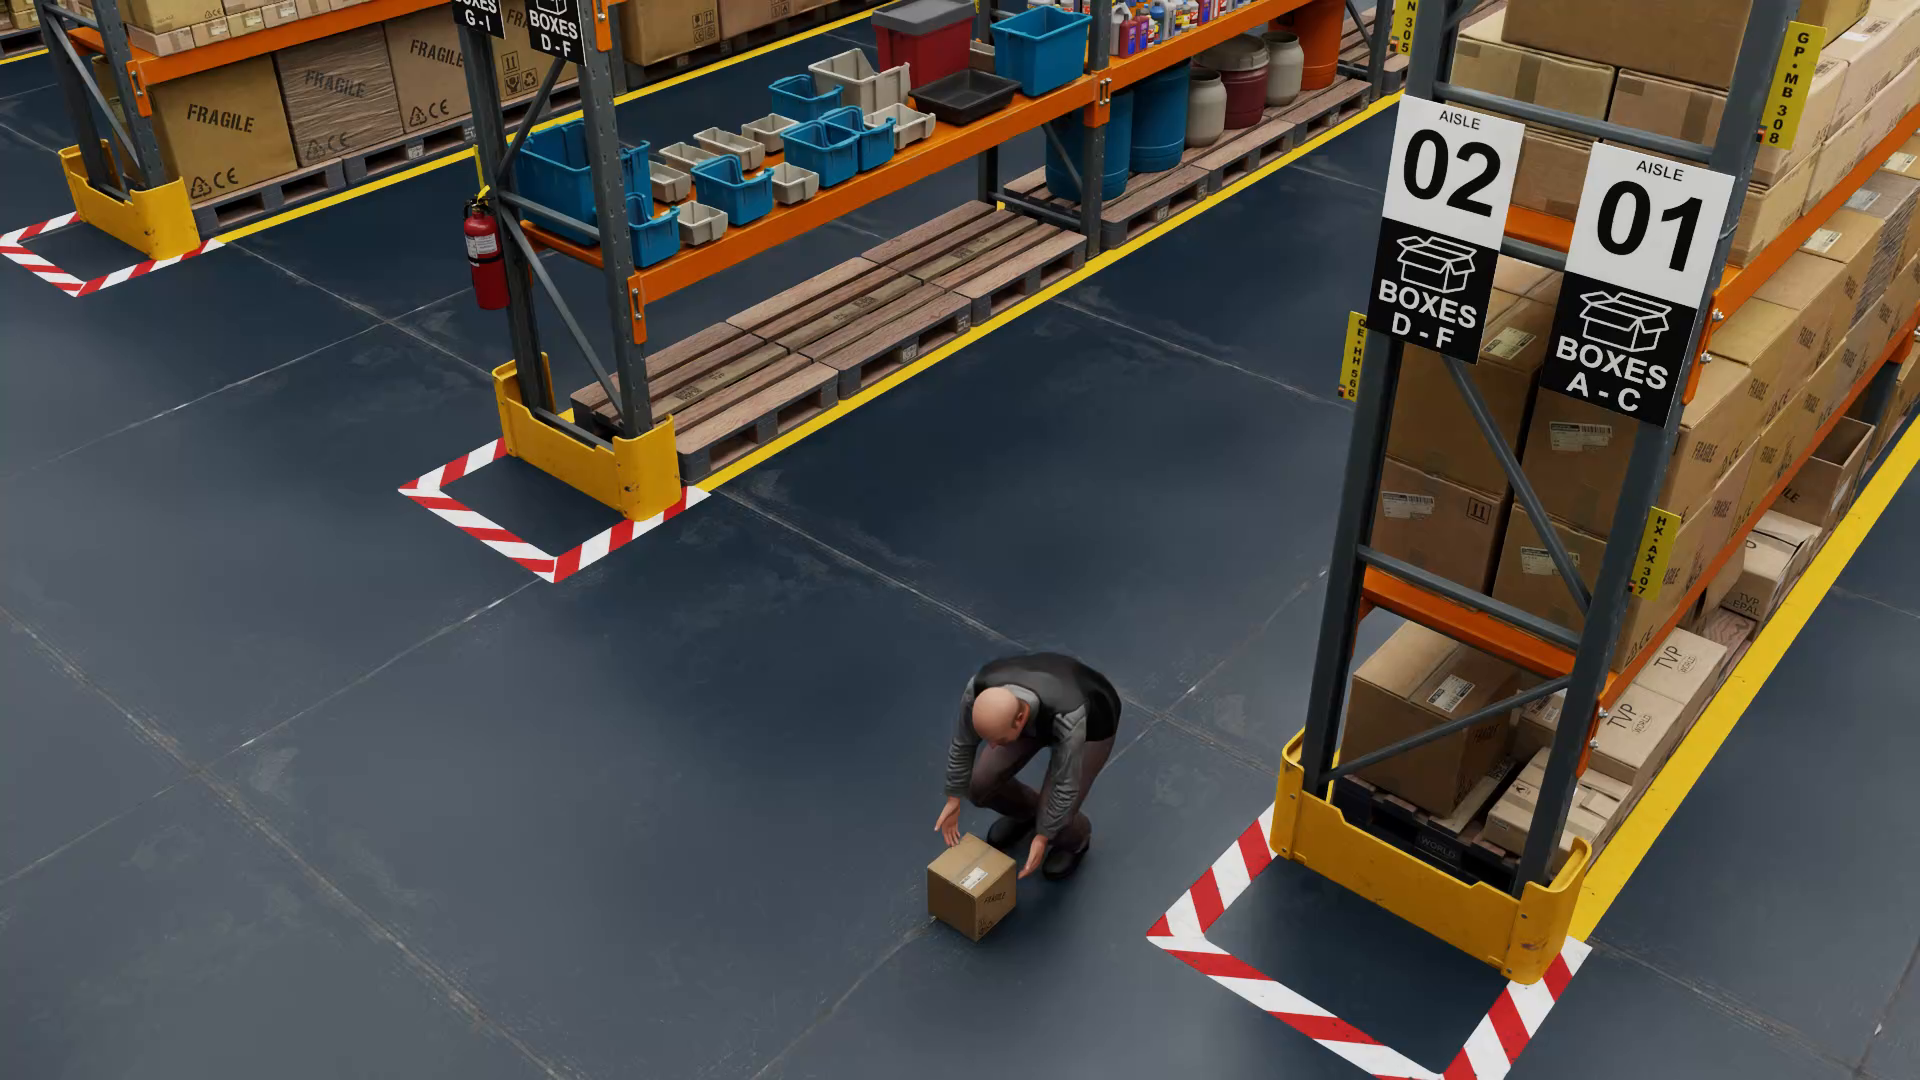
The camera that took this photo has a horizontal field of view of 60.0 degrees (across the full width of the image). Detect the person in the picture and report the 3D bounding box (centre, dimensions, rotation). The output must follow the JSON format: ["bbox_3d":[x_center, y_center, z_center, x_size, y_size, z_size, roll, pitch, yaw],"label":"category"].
[{"bbox_3d":[0.309,0.851,6.479,0.564,1.111,0.831,24,41,30],"label":"person"}]
